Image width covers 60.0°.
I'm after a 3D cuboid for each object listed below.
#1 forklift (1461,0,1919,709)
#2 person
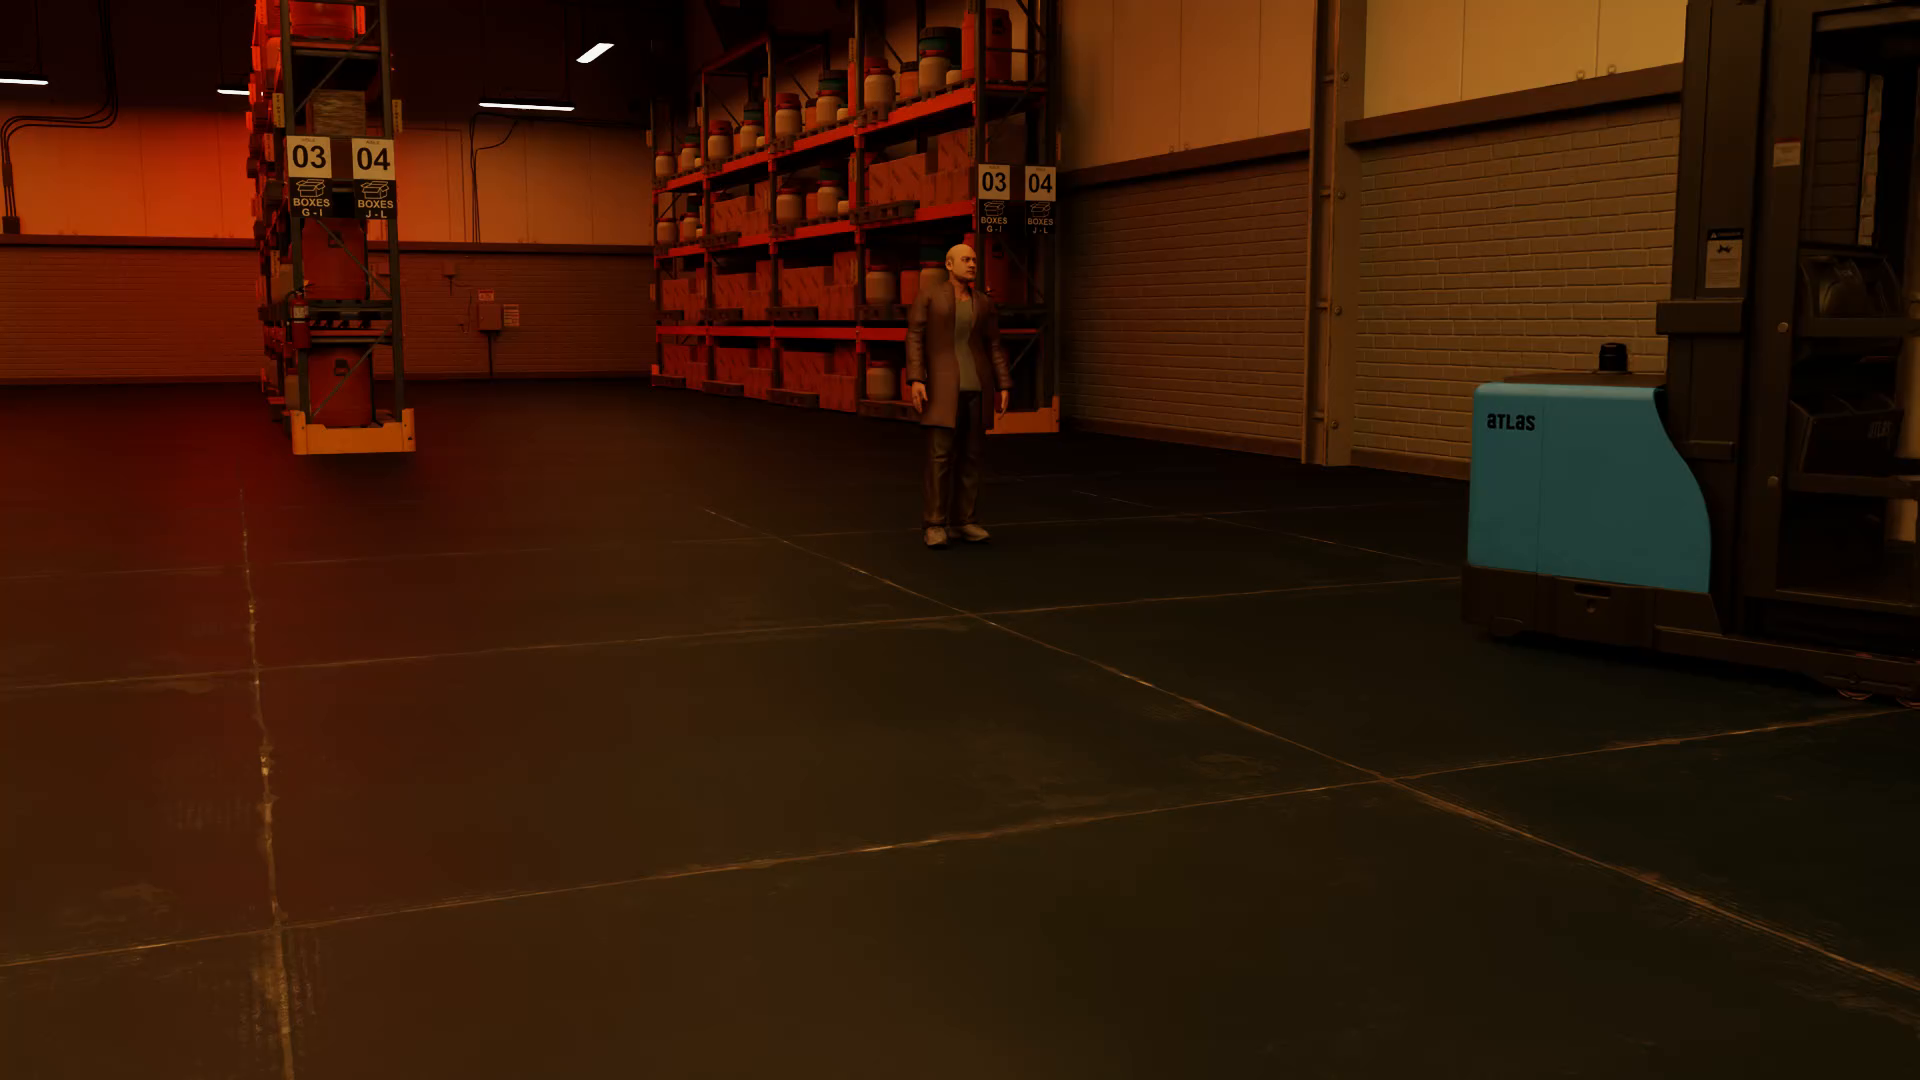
[{"bbox_3d":[3.490,-0.945,6.104,1.130,2.935,3.031,-7,10,-42],"label":"forklift"},{"bbox_3d":[0.032,-0.877,9.952,0.696,1.775,0.582,-3,8,-23],"label":"person"}]
